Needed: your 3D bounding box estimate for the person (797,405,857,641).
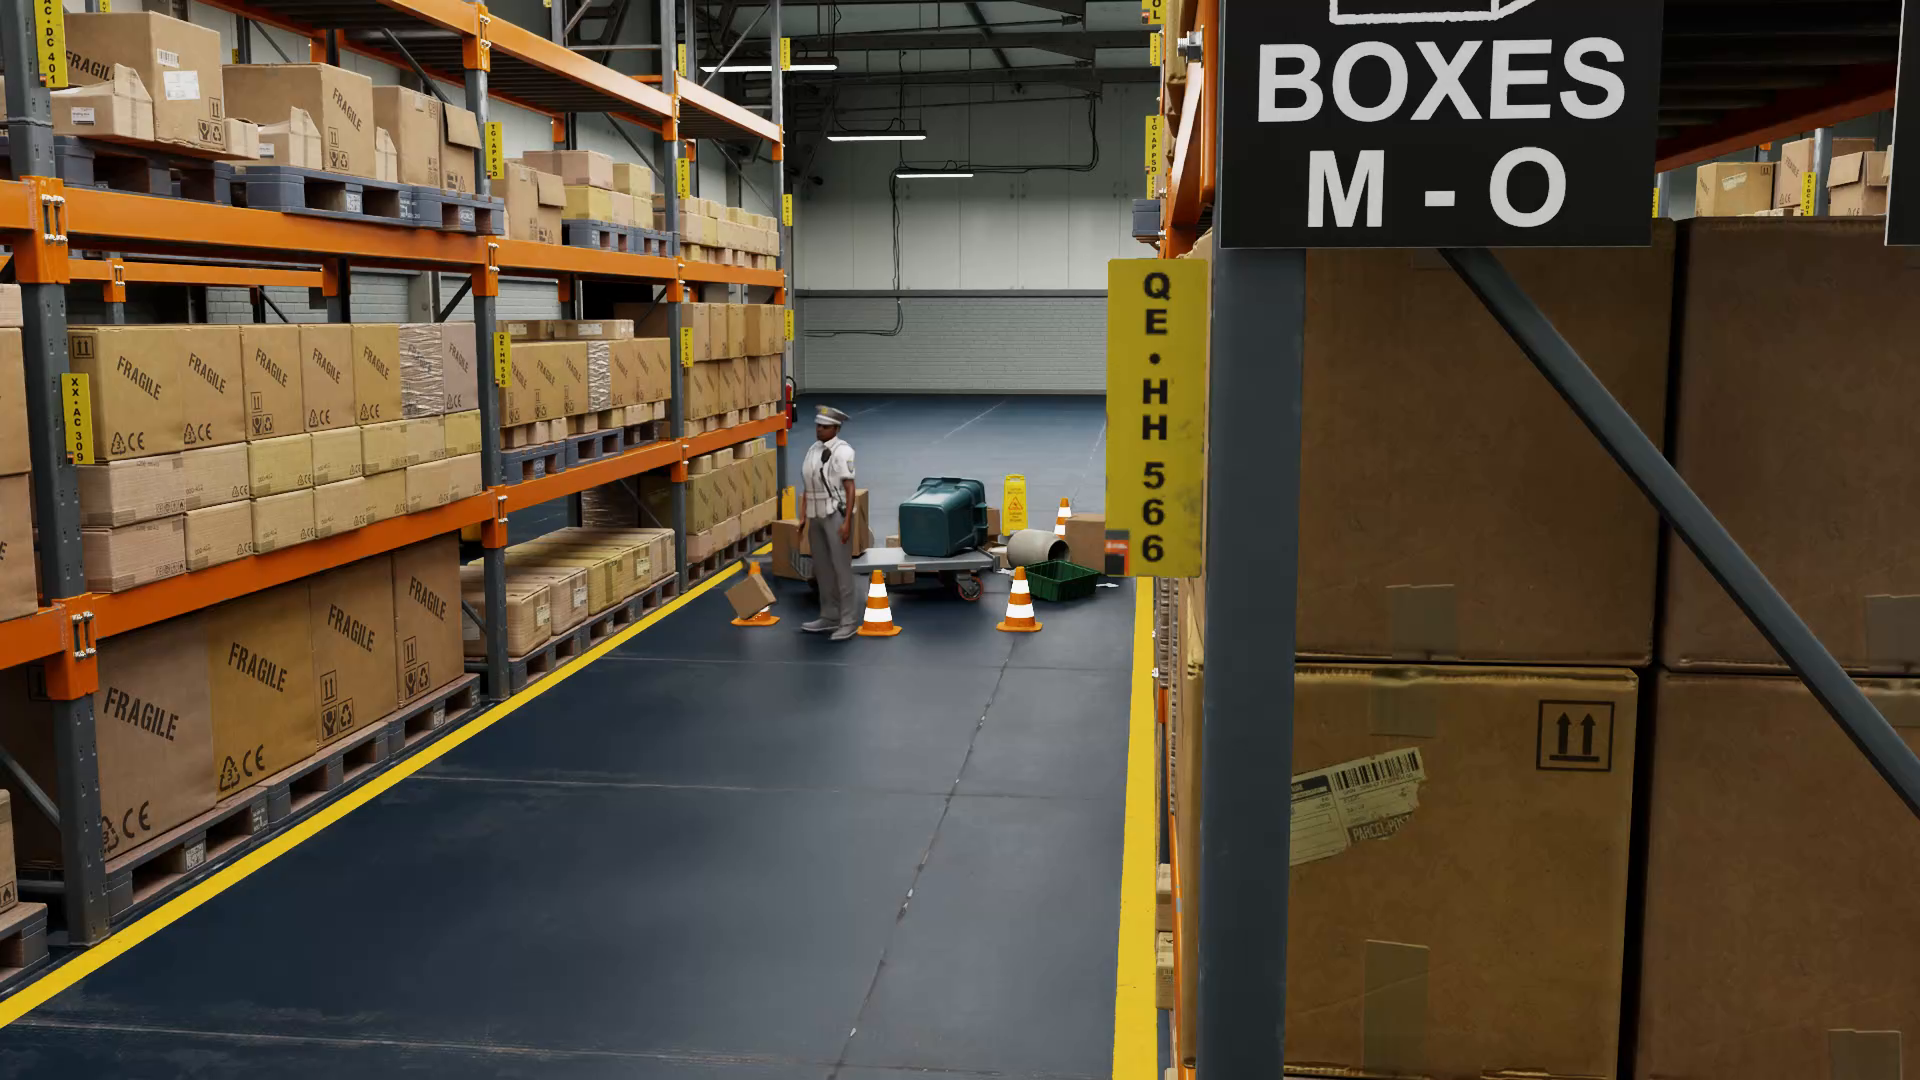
[{"bbox_3d":[-0.961,-0.139,12.090,0.368,1.686,0.585,-7,11,-43],"label":"person"}]
